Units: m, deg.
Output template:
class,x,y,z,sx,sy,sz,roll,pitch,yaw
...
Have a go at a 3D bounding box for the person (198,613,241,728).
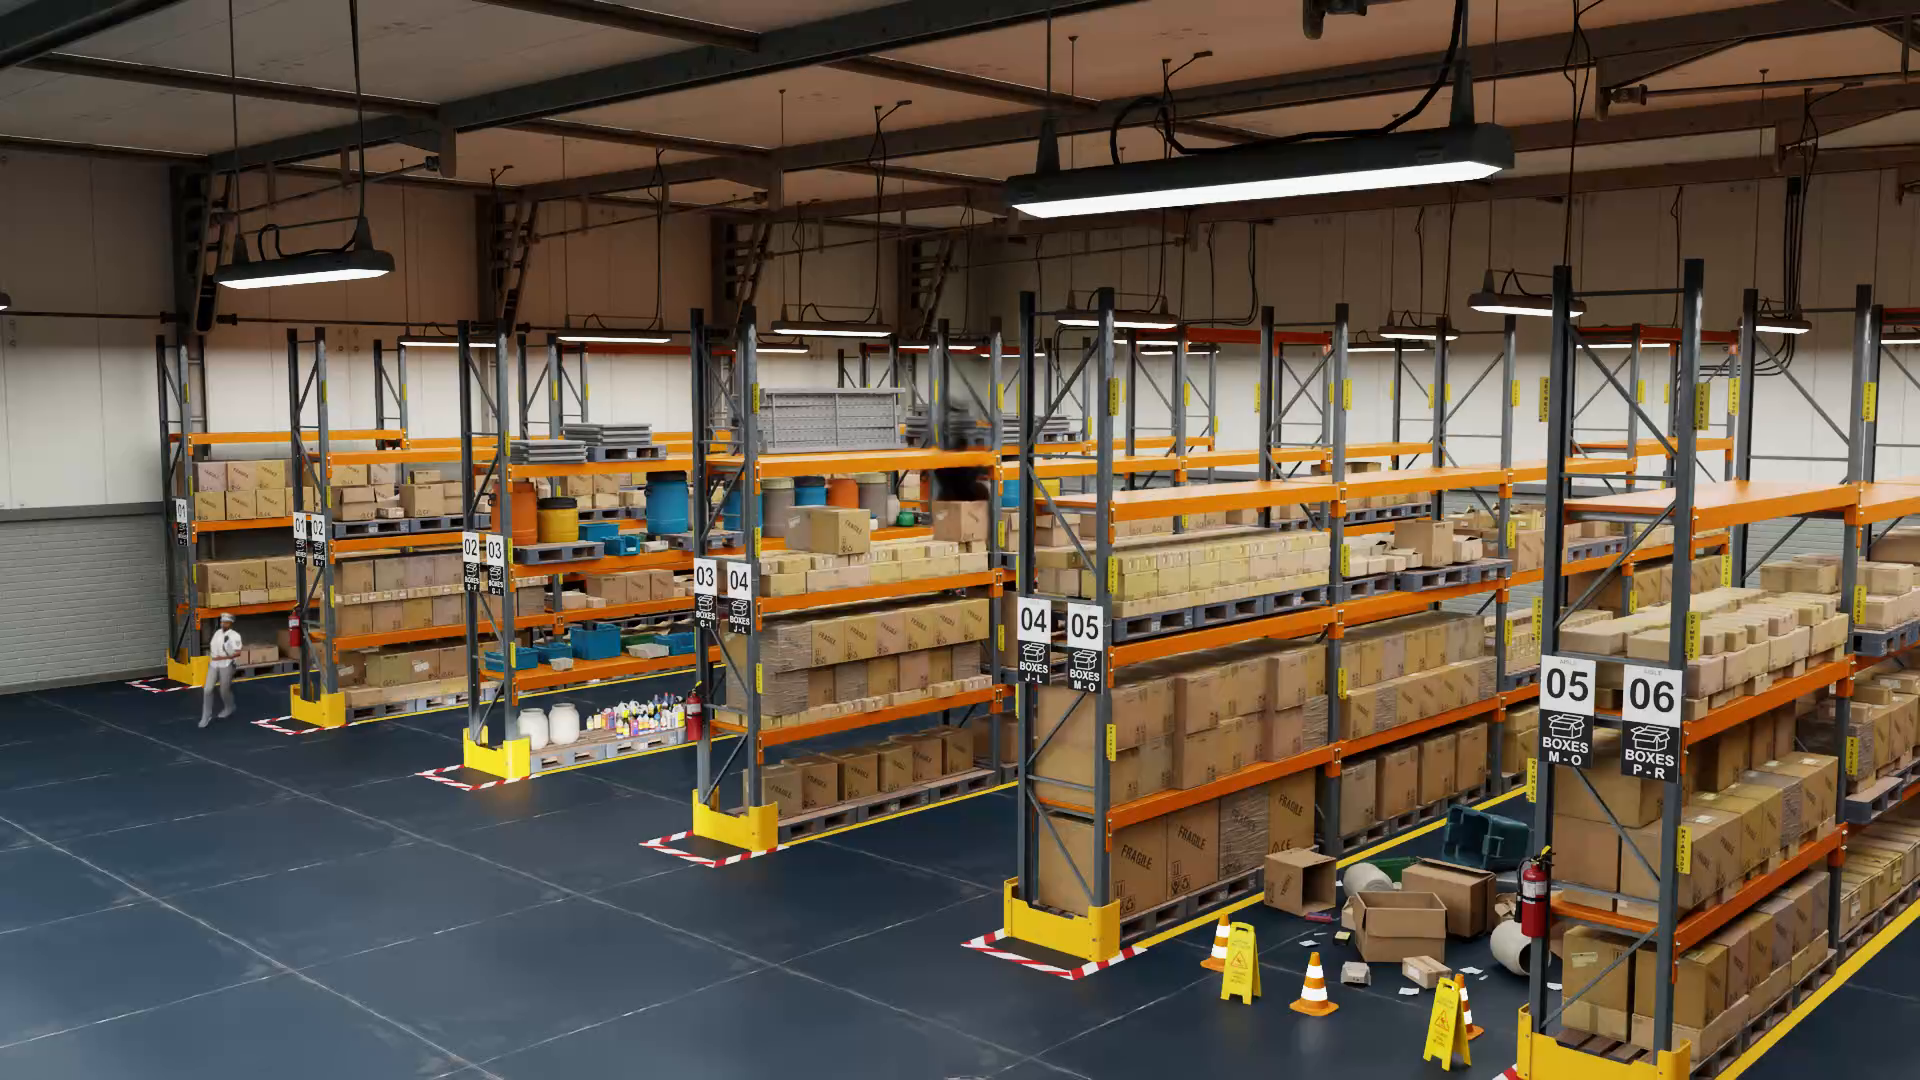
class,x,y,z,sx,sy,sz,roll,pitch,yaw
person,-11.209,1.948,25.269,0.596,1.691,0.835,1,5,6
